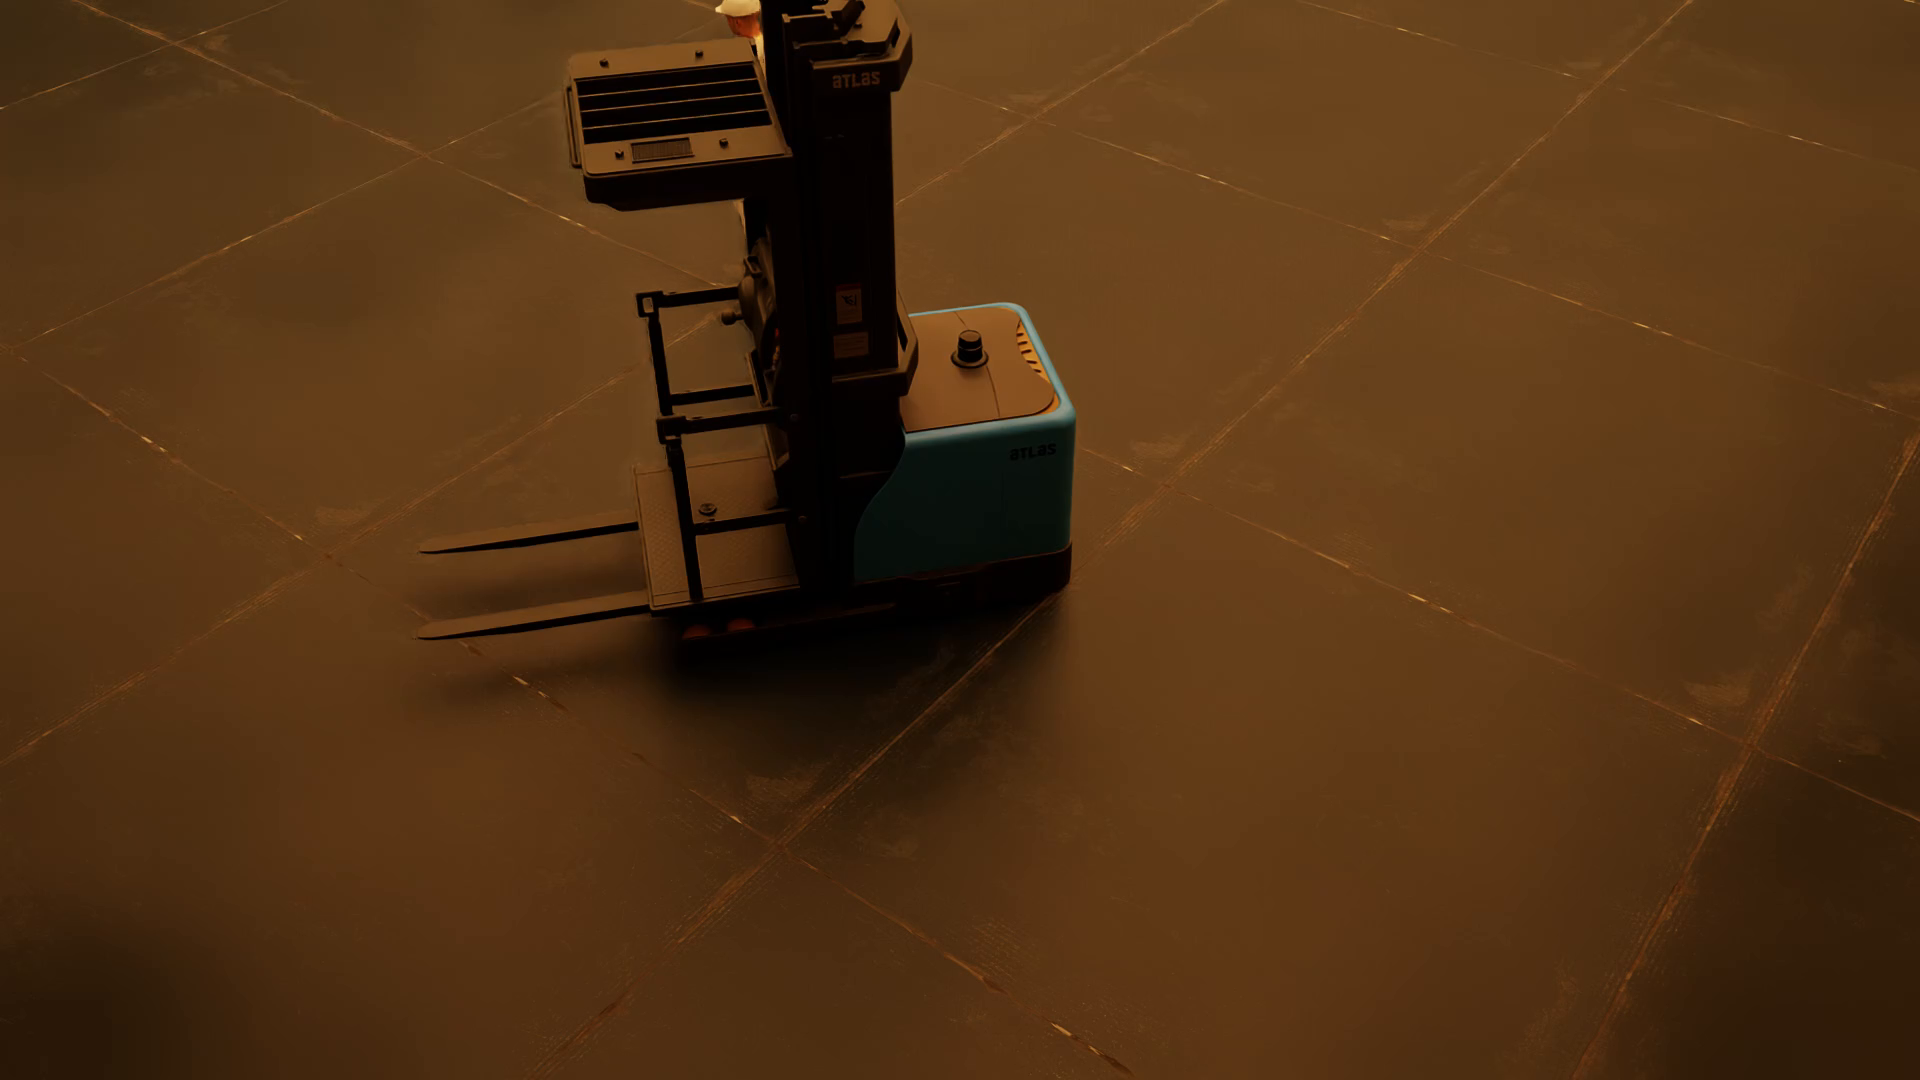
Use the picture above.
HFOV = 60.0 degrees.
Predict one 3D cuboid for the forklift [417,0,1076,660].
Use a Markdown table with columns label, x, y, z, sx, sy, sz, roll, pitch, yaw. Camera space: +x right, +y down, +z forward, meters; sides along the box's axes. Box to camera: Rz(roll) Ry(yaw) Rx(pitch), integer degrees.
| label | x | y | z | sx | sy | sz | roll | pitch | yaw |
| --- | --- | --- | --- | --- | --- | --- | --- | --- | --- |
| forklift | -1.041 | -0.940 | 7.176 | 3.031 | 2.935 | 1.130 | -9 | 41 | -10 |

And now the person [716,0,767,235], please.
| label | x | y | z | sx | sy | sz | roll | pitch | yaw |
| --- | --- | --- | --- | --- | --- | --- | --- | --- | --- |
| person | -1.236 | -2.441 | 9.872 | 1.022 | 1.795 | 0.650 | -23 | 45 | -25 |
